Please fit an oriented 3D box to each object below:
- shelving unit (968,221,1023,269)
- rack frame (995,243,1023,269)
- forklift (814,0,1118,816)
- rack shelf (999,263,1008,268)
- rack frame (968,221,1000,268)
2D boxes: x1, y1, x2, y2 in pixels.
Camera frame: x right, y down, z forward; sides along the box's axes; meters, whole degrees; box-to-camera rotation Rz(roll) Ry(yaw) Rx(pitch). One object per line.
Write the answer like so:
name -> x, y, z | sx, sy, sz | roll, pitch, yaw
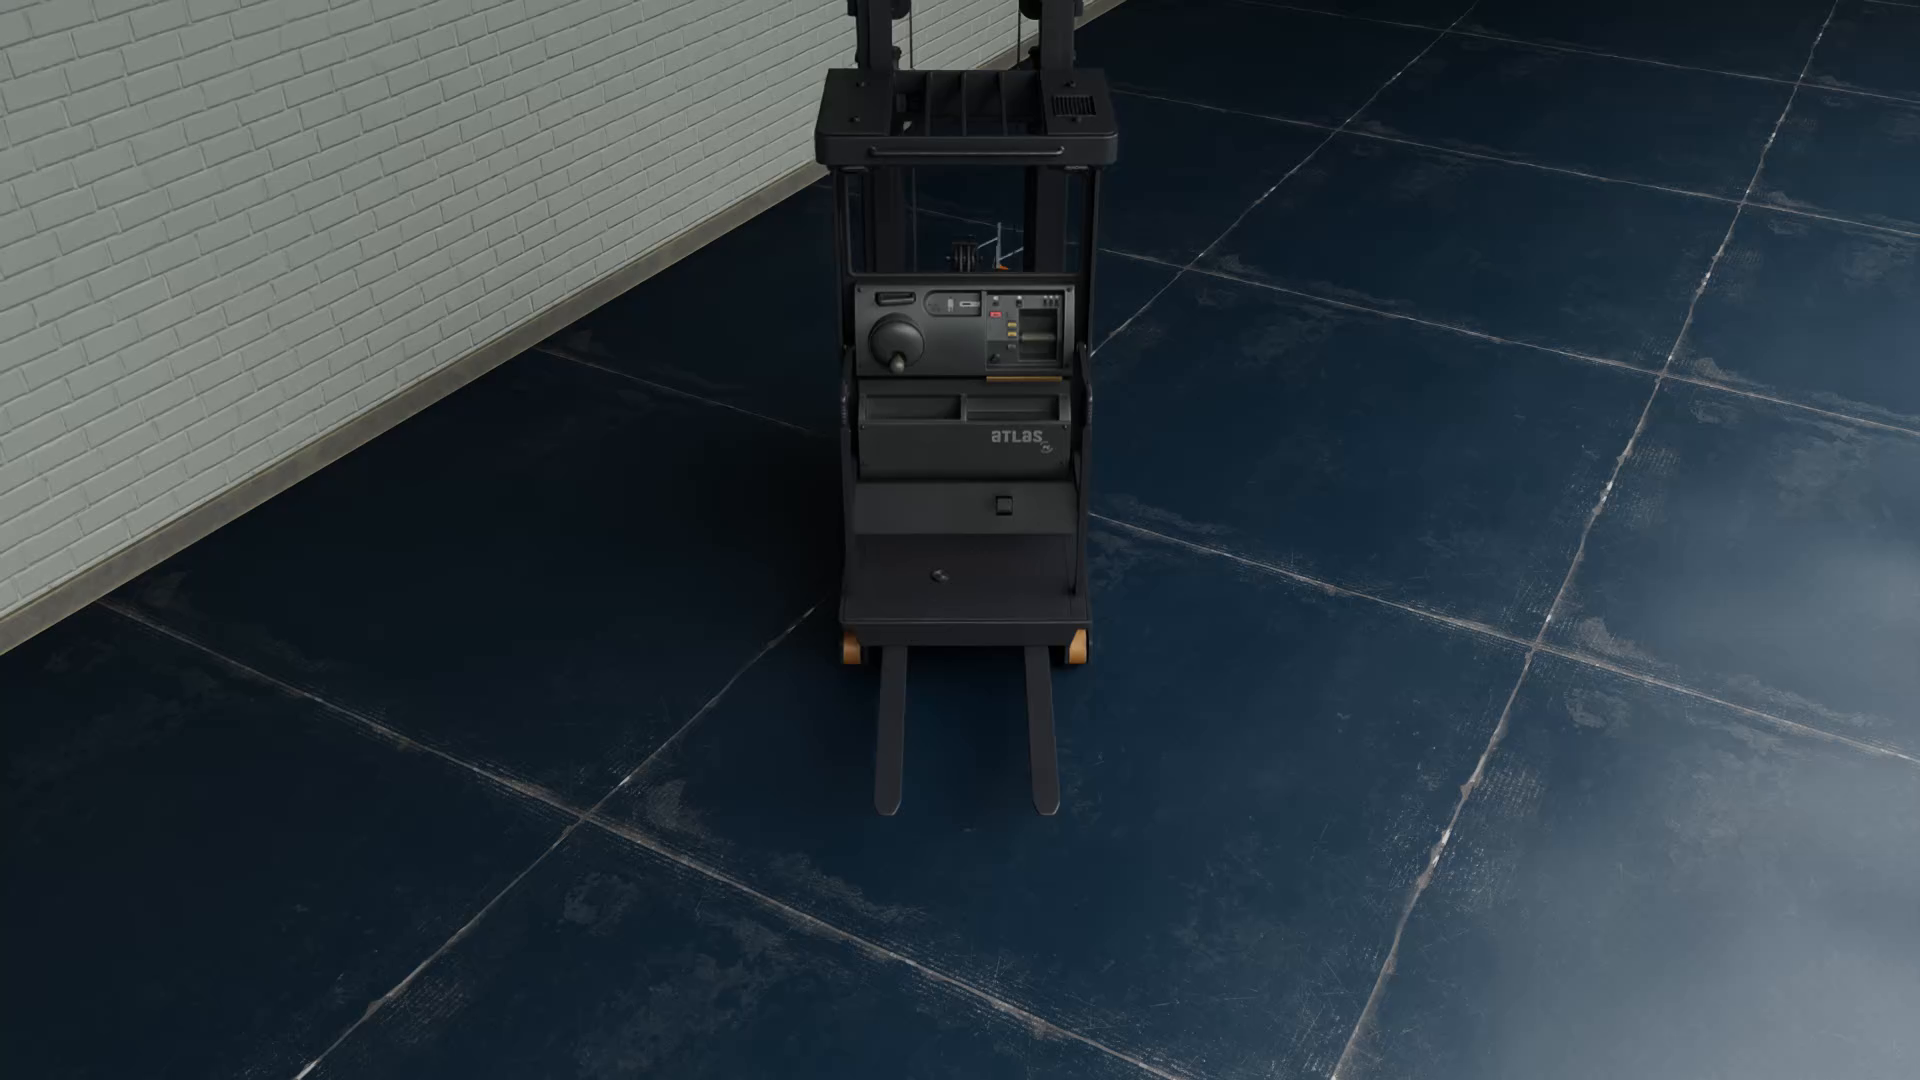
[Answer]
shelving unit -> 0.195, -1.054, 8.748 | 0.189, 1.200, 0.258 | 27, 42, 35
rack frame -> 0.263, -1.021, 8.696 | 0.006, 1.200, 0.240 | 27, 42, 35
forklift -> 0.022, -0.835, 6.860 | 1.130, 2.935, 3.031 | 0, 34, 0
rack shelf -> 0.193, -1.318, 8.575 | 0.180, 0.103, 0.258 | 27, 42, 35
rack frame -> 0.128, -1.088, 8.800 | 0.006, 1.200, 0.240 | 27, 42, 35
